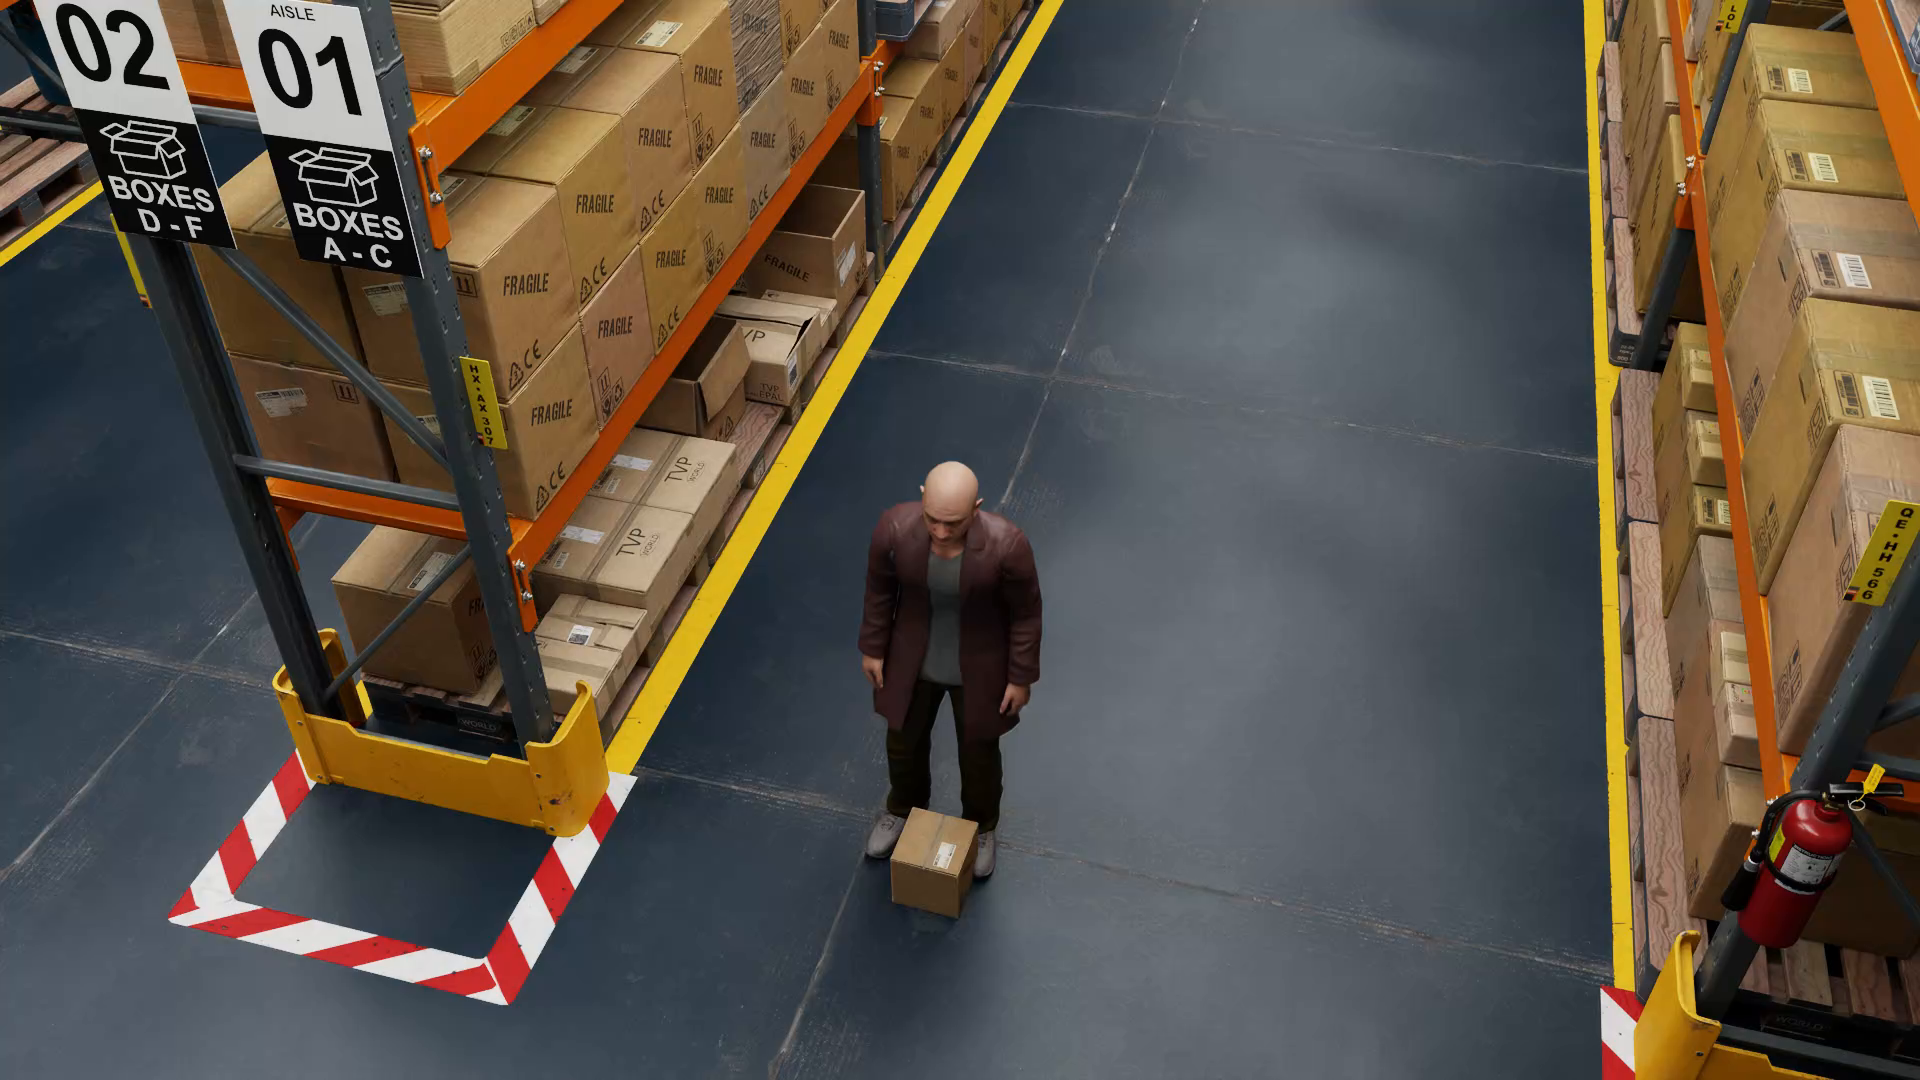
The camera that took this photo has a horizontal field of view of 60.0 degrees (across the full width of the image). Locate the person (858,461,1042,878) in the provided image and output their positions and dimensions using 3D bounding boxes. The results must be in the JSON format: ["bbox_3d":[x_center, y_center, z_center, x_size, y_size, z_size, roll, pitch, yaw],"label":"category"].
[{"bbox_3d":[-0.041,0.424,5.673,0.640,1.773,0.427,10,41,11],"label":"person"}]
